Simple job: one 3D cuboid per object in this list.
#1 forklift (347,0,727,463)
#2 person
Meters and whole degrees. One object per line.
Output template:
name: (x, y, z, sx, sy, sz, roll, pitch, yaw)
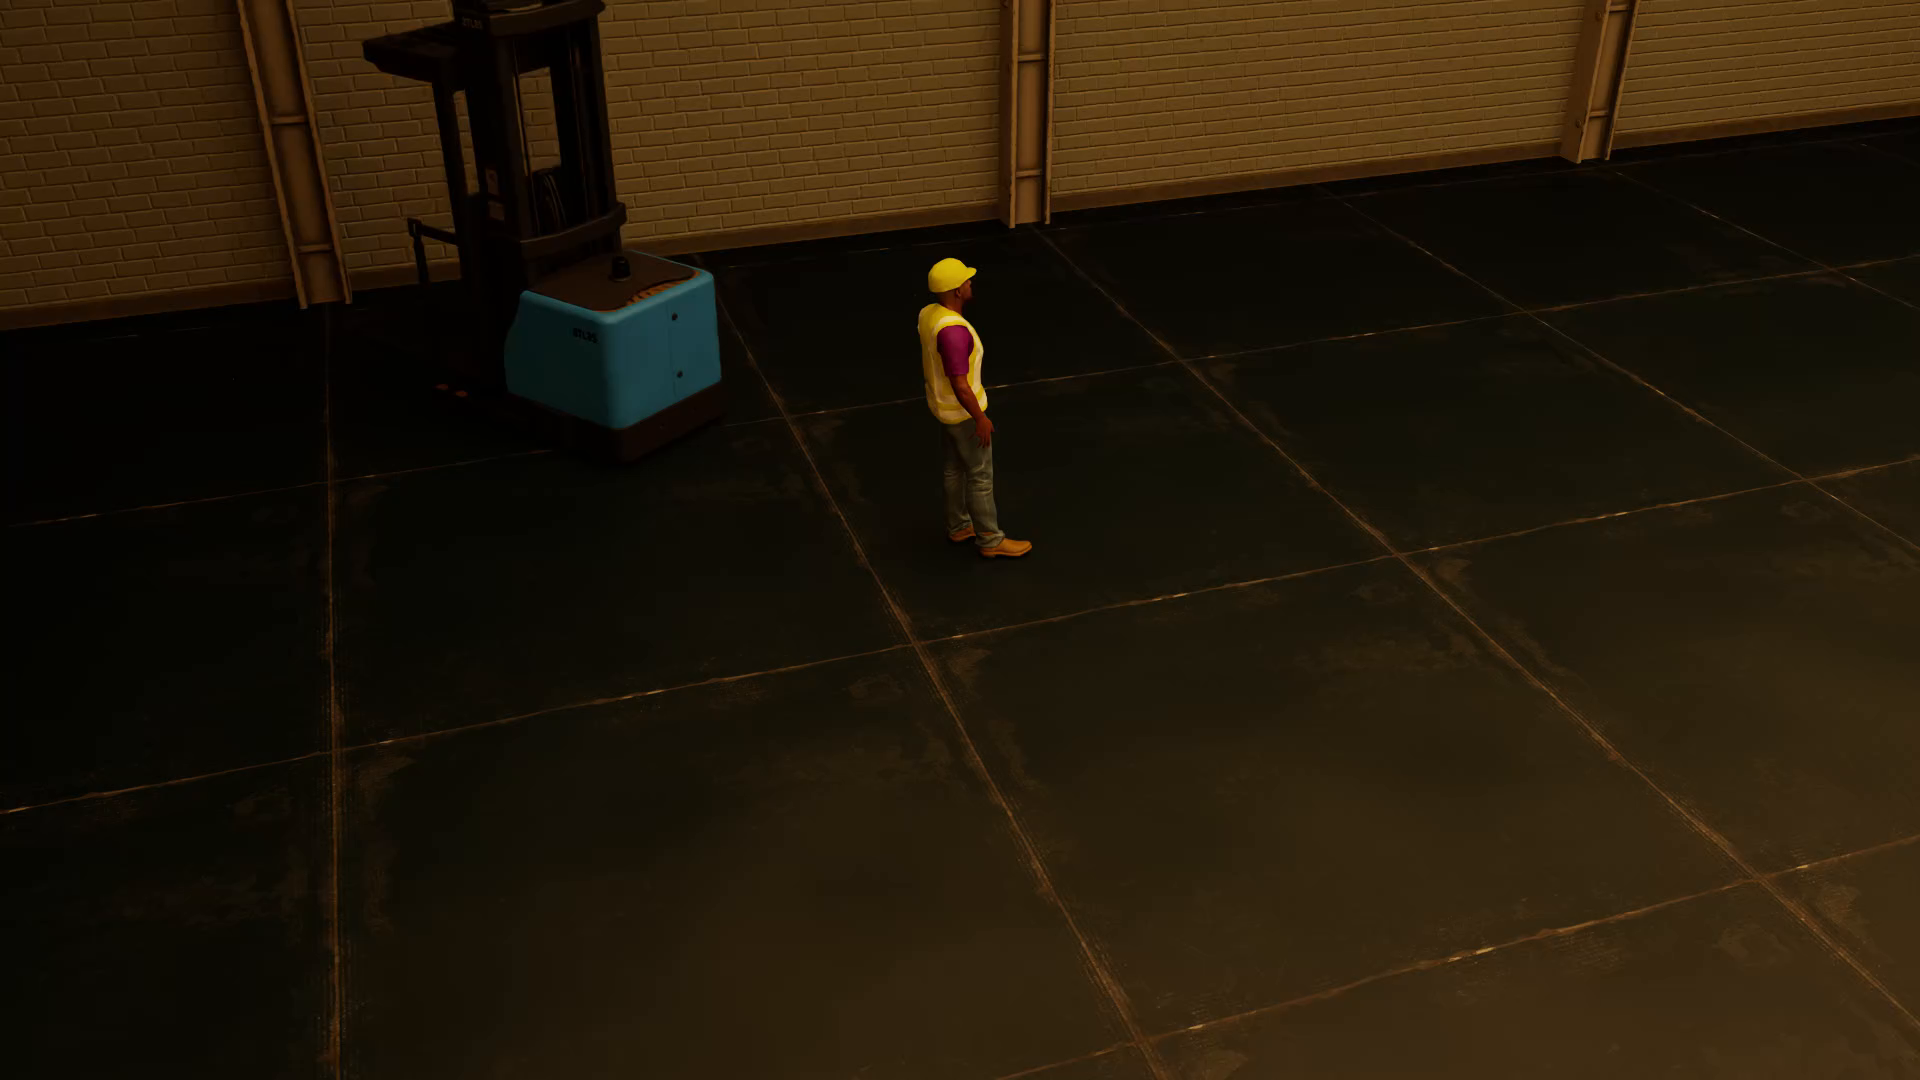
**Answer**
forklift: (-3.102, -2.335, 11.145, 3.031, 2.935, 1.130, 19, 35, 30)
person: (0.068, -0.780, 9.596, 0.577, 1.765, 0.666, -10, 31, -16)
